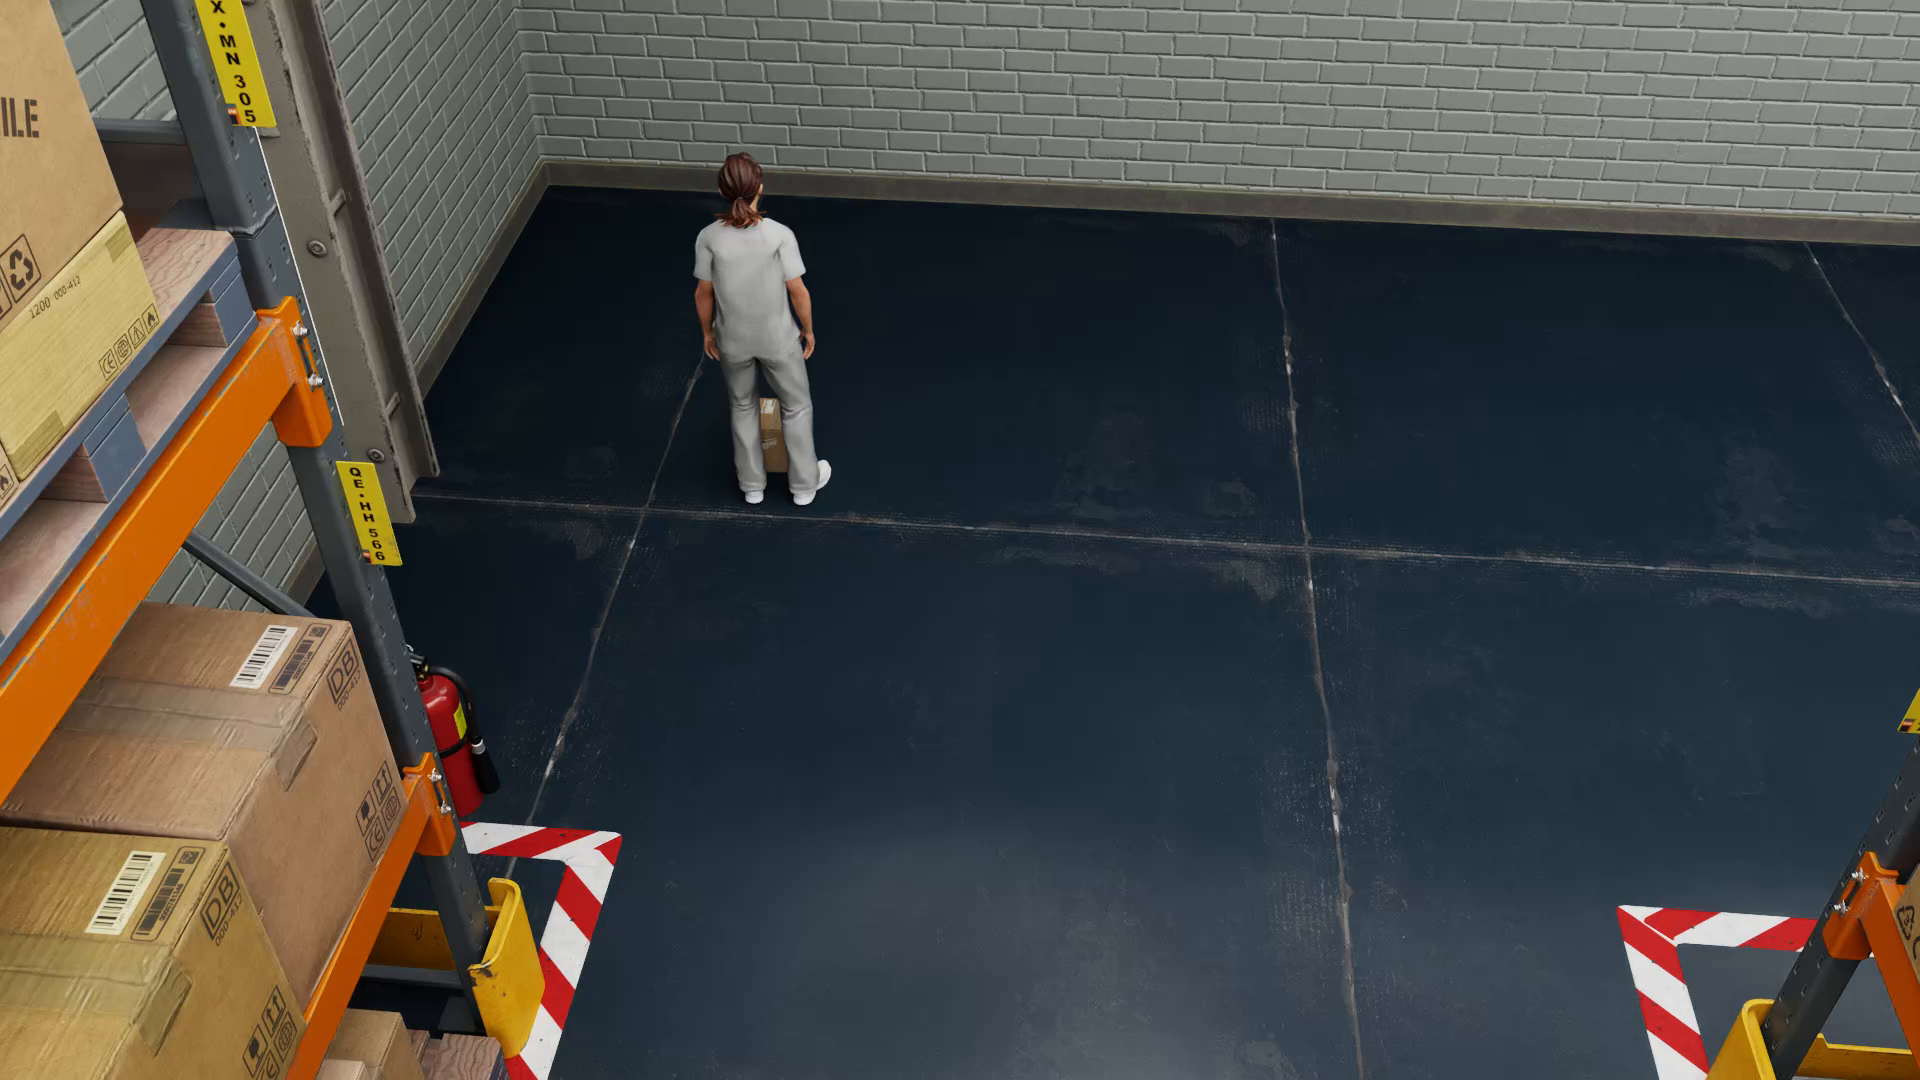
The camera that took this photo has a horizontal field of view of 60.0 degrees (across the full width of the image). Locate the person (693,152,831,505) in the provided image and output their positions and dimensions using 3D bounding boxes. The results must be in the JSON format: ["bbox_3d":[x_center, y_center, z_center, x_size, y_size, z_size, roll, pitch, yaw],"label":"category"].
[{"bbox_3d":[-0.865,-0.876,7.195,0.513,1.671,0.364,1,40,1],"label":"person"}]
